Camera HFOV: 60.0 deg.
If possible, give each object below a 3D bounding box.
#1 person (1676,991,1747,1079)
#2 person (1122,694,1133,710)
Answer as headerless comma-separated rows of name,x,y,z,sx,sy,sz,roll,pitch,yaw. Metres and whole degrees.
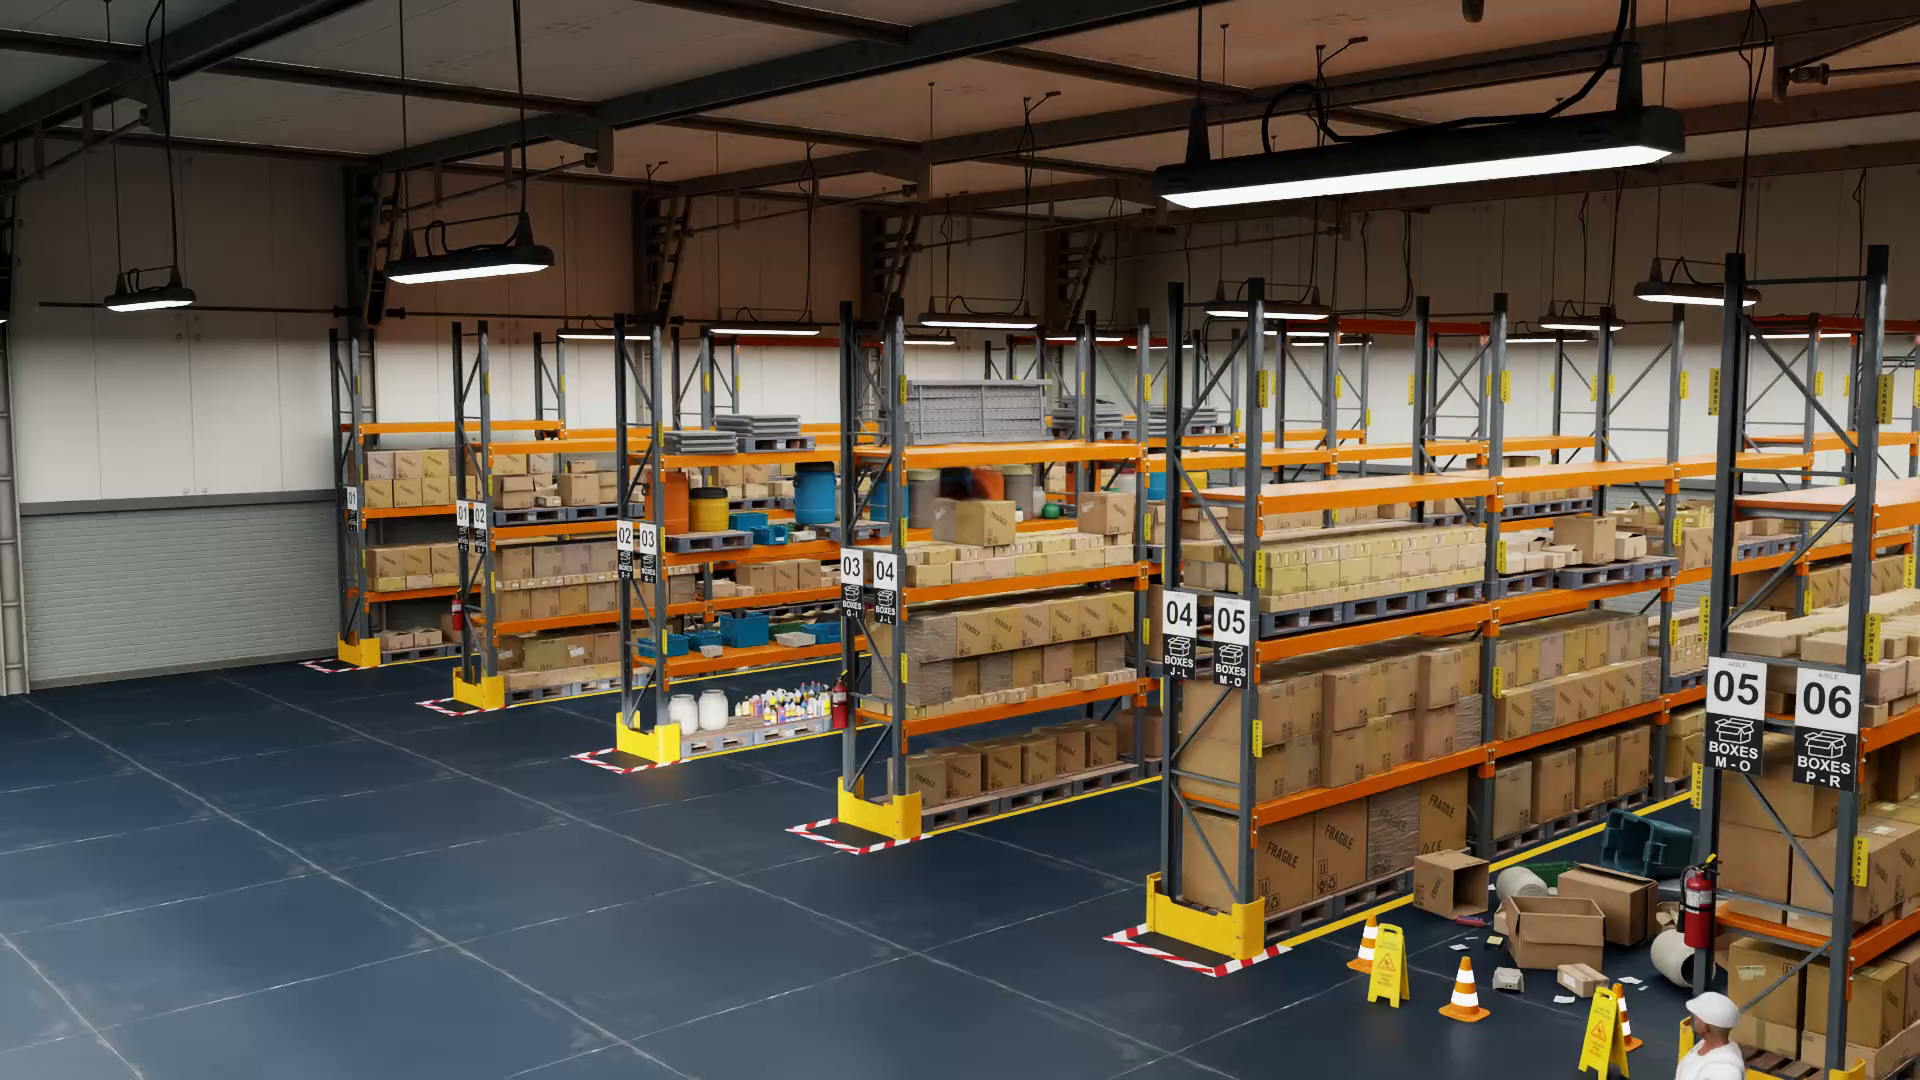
person,4.077,3.382,9.286,0.783,1.782,0.679,-1,6,-11
person,2.463,1.971,23.922,0.497,1.710,0.482,3,6,27
